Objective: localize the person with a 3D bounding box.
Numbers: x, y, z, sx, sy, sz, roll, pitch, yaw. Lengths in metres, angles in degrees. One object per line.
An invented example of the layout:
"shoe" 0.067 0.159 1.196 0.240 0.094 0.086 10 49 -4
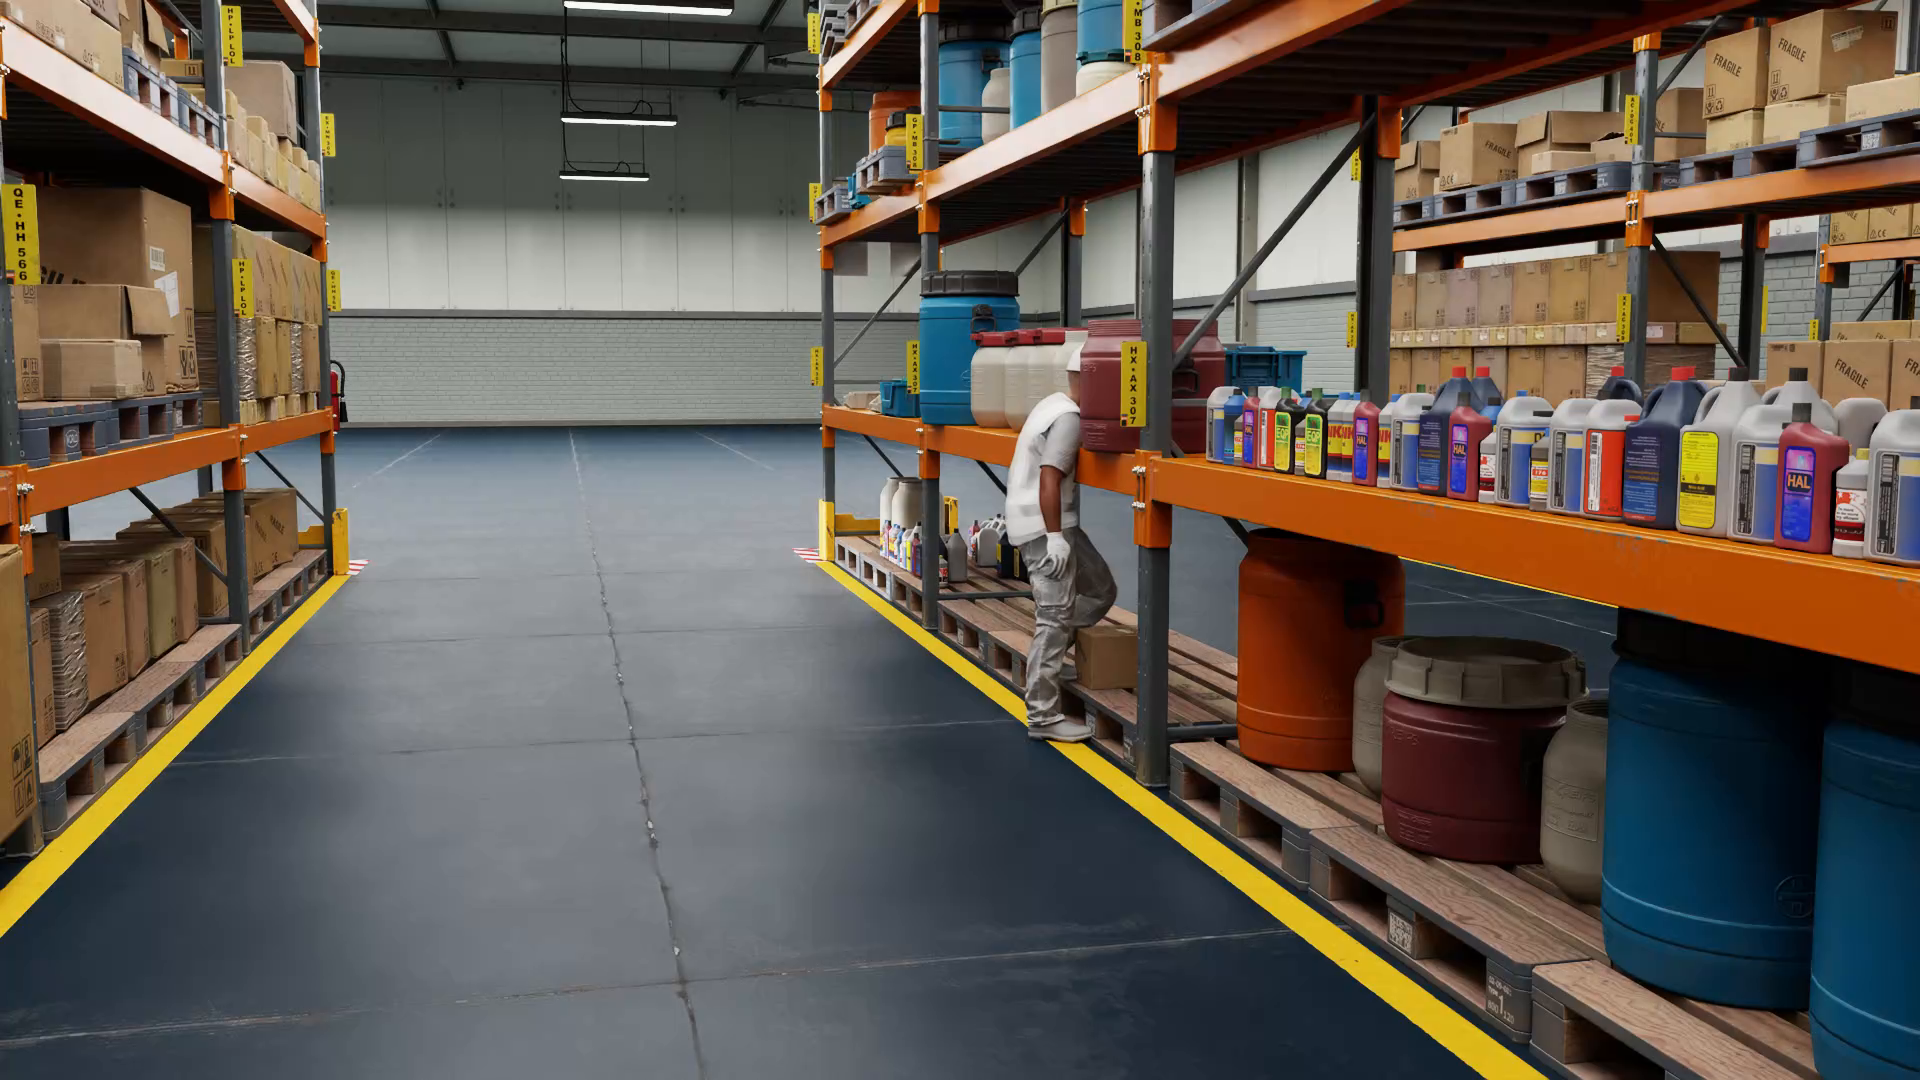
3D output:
"person" 0.476 -0.004 7.494 0.541 1.751 0.633 0 6 1
